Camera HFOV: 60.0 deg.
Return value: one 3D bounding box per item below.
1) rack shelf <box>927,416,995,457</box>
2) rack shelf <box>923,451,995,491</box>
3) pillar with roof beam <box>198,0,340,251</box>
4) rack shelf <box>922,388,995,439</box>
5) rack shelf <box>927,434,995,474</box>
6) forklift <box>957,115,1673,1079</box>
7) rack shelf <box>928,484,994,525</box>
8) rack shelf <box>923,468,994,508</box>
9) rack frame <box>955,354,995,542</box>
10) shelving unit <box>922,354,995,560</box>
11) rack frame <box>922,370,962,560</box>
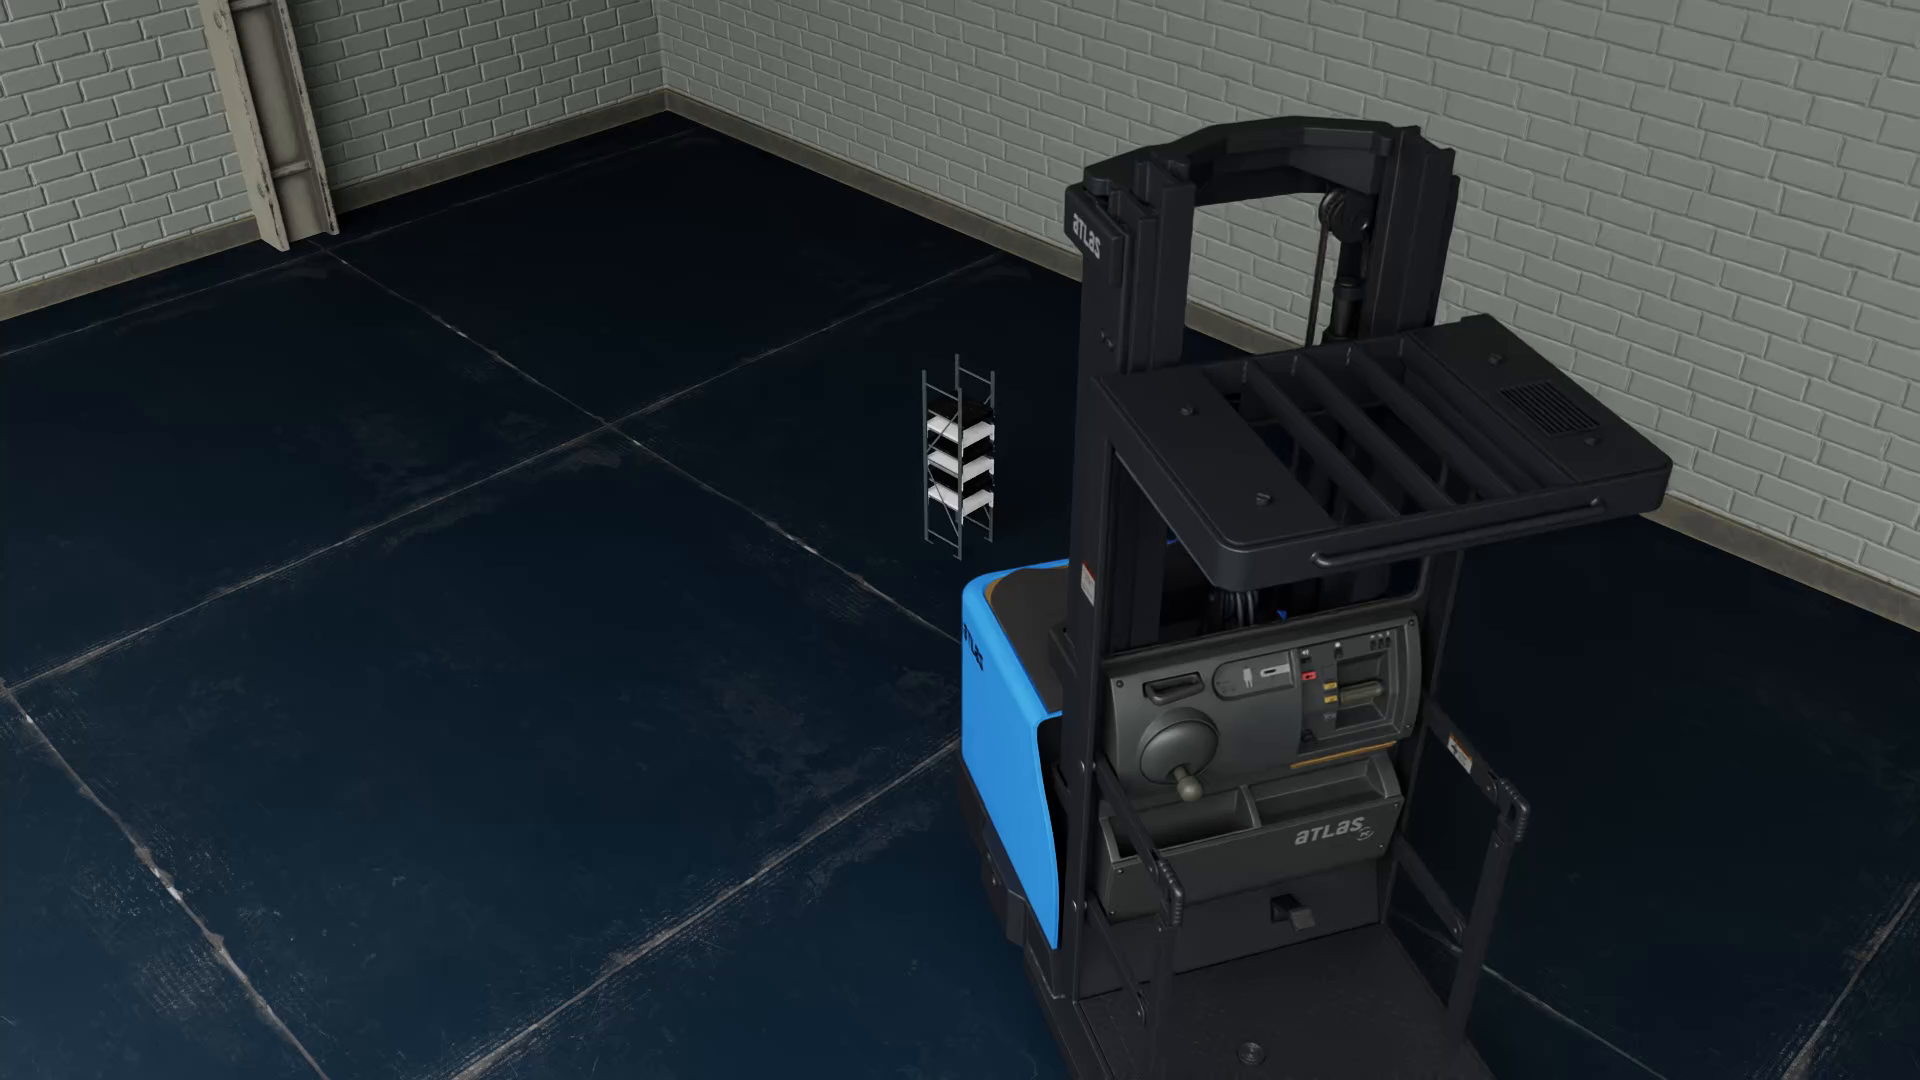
[{"bbox_3d":[-0.006,-0.486,7.404,0.258,0.077,0.200,30,45,35],"label":"rack shelf"},{"bbox_3d":[-0.006,-0.338,7.507,0.258,0.077,0.200,30,45,35],"label":"rack shelf"},{"bbox_3d":[-1.120,-3.887,5.456,9.100,9.000,0.400,30,45,35],"label":"pillar with roof beam"},{"bbox_3d":[-0.006,-0.560,7.352,0.258,0.077,0.200,30,45,35],"label":"rack shelf"},{"bbox_3d":[-0.006,-0.412,7.455,0.258,0.077,0.200,30,45,35],"label":"rack shelf"},{"bbox_3d":[0.921,0.524,4.436,1.130,2.935,3.031,-10,36,-14],"label":"forklift"},{"bbox_3d":[-0.006,-0.191,7.610,0.258,0.077,0.200,30,45,35],"label":"rack shelf"},{"bbox_3d":[-0.006,-0.265,7.558,0.258,0.077,0.200,30,45,35],"label":"rack shelf"},{"bbox_3d":[0.066,-0.407,7.547,0.240,0.900,0.006,30,45,35],"label":"rack frame"},{"bbox_3d":[-0.006,-0.366,7.488,0.258,0.900,0.210,30,45,35],"label":"shelving unit"},{"bbox_3d":[-0.077,-0.325,7.429,0.240,0.900,0.006,30,45,35],"label":"rack frame"}]
